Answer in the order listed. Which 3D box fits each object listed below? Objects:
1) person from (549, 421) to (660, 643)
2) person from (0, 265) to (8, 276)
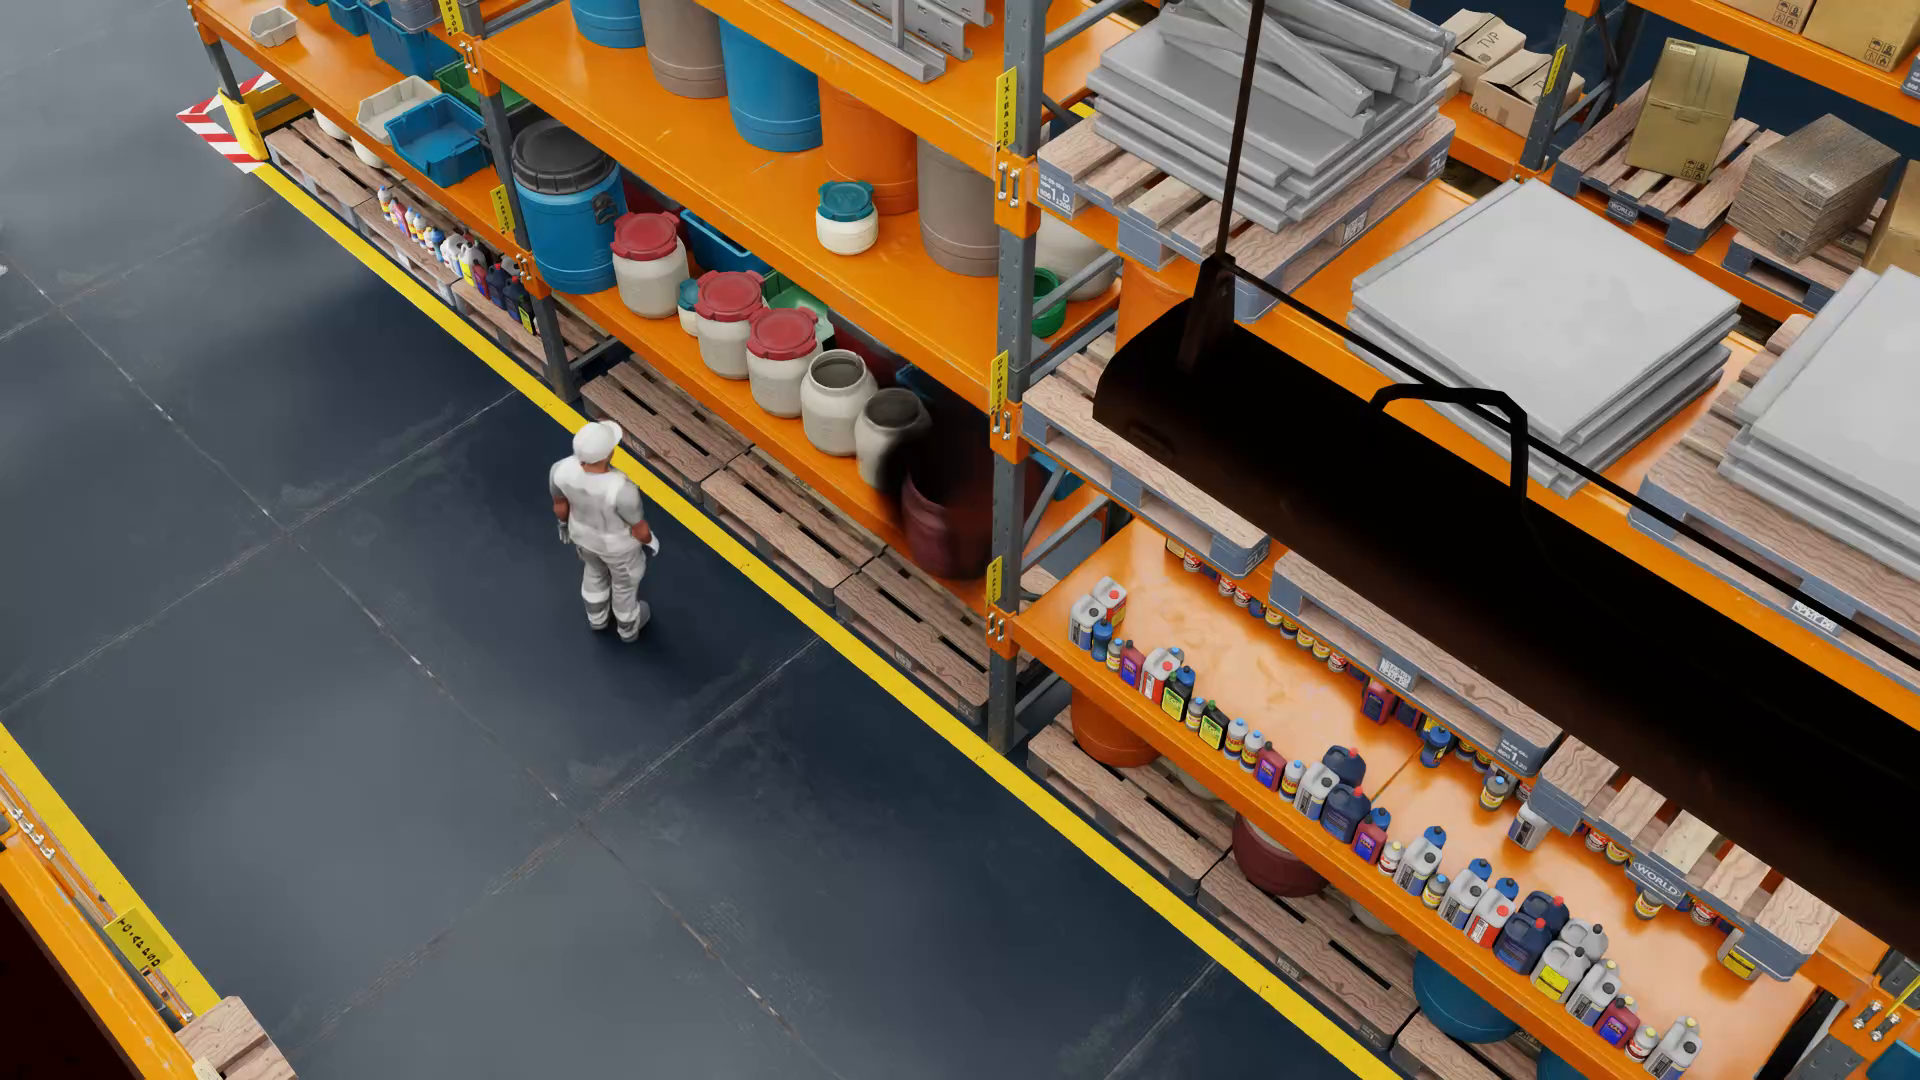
[{"bbox_3d":[-1.951,-0.031,9.263,0.618,1.831,0.375,20,53,16],"label":"person"},{"bbox_3d":[-7.157,-2.547,11.382,0.638,1.794,0.388,36,59,26],"label":"person"}]
